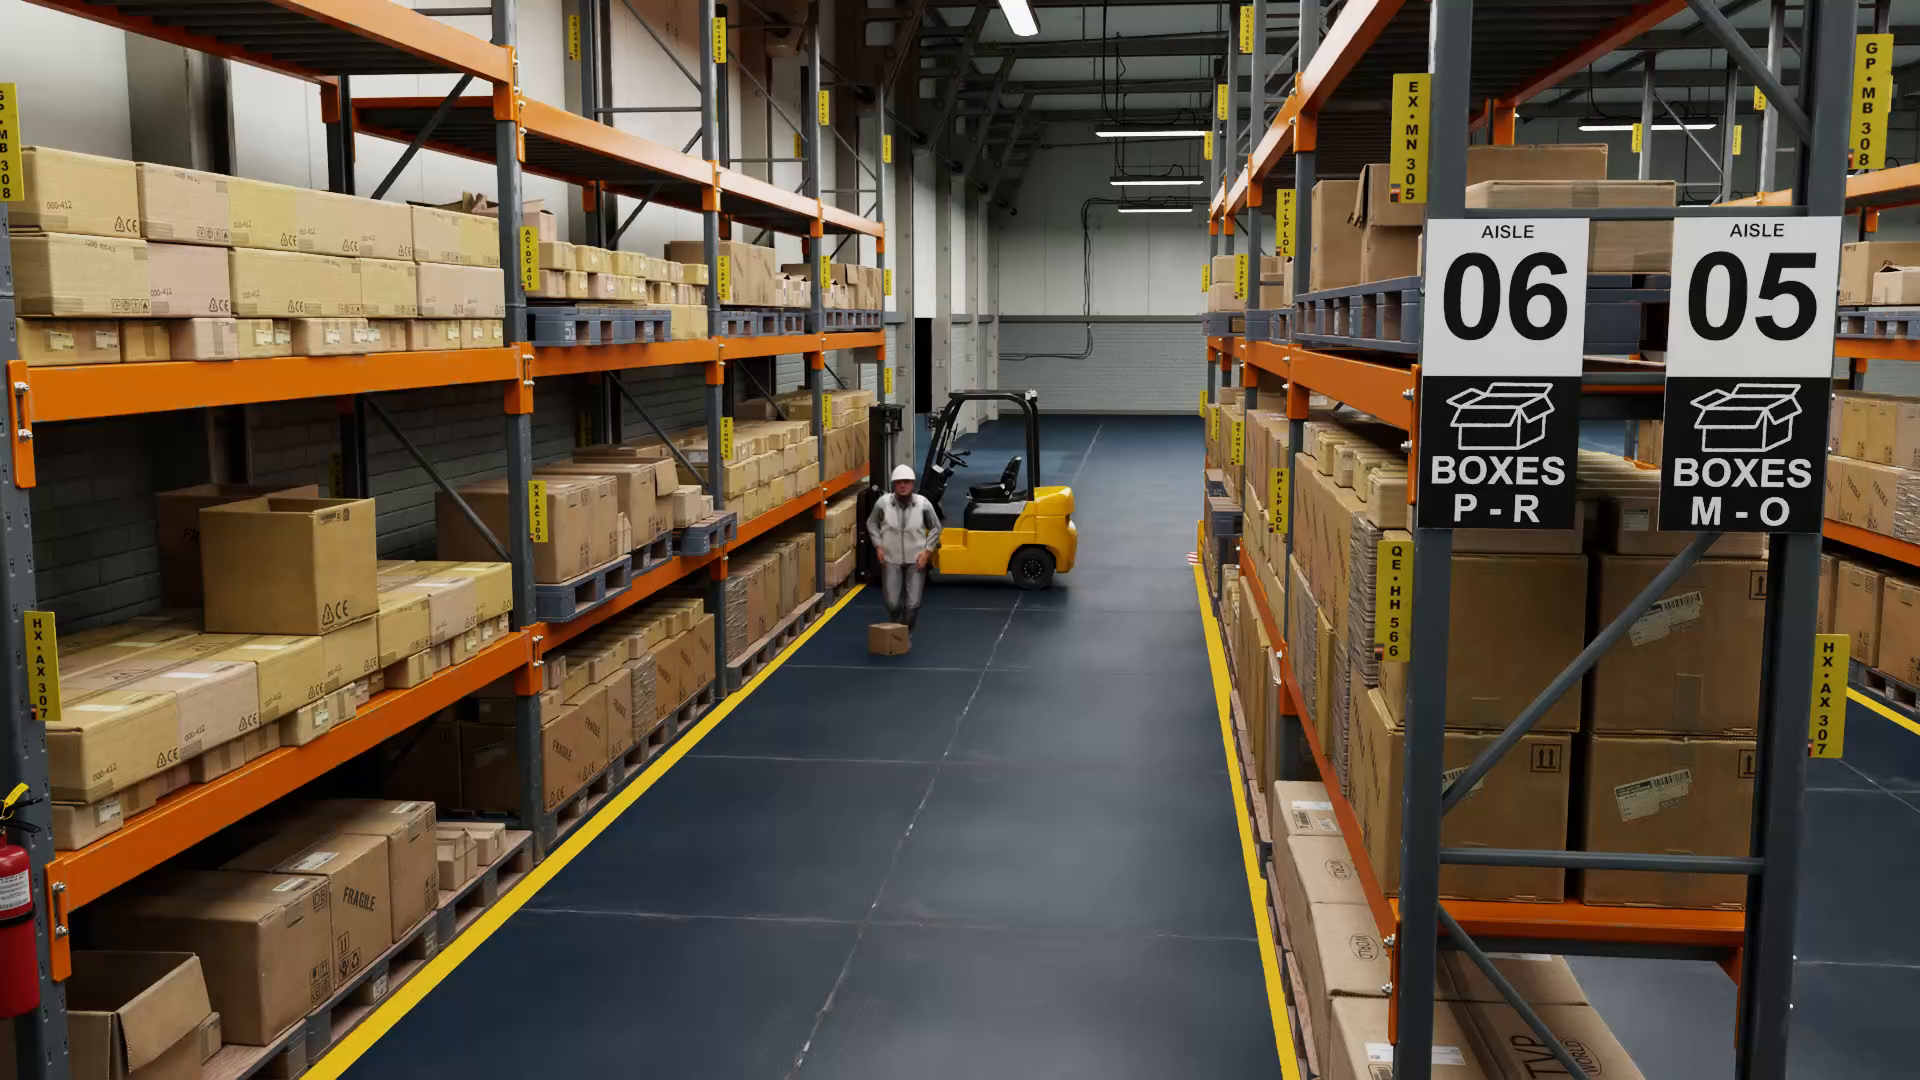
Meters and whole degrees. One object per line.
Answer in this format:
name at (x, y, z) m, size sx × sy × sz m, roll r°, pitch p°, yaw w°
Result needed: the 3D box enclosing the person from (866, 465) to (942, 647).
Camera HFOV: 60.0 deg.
person at (-0.503, 0.147, 14.948) m, size 0.677 × 1.679 × 0.695 m, roll 0°, pitch 8°, yaw -3°
